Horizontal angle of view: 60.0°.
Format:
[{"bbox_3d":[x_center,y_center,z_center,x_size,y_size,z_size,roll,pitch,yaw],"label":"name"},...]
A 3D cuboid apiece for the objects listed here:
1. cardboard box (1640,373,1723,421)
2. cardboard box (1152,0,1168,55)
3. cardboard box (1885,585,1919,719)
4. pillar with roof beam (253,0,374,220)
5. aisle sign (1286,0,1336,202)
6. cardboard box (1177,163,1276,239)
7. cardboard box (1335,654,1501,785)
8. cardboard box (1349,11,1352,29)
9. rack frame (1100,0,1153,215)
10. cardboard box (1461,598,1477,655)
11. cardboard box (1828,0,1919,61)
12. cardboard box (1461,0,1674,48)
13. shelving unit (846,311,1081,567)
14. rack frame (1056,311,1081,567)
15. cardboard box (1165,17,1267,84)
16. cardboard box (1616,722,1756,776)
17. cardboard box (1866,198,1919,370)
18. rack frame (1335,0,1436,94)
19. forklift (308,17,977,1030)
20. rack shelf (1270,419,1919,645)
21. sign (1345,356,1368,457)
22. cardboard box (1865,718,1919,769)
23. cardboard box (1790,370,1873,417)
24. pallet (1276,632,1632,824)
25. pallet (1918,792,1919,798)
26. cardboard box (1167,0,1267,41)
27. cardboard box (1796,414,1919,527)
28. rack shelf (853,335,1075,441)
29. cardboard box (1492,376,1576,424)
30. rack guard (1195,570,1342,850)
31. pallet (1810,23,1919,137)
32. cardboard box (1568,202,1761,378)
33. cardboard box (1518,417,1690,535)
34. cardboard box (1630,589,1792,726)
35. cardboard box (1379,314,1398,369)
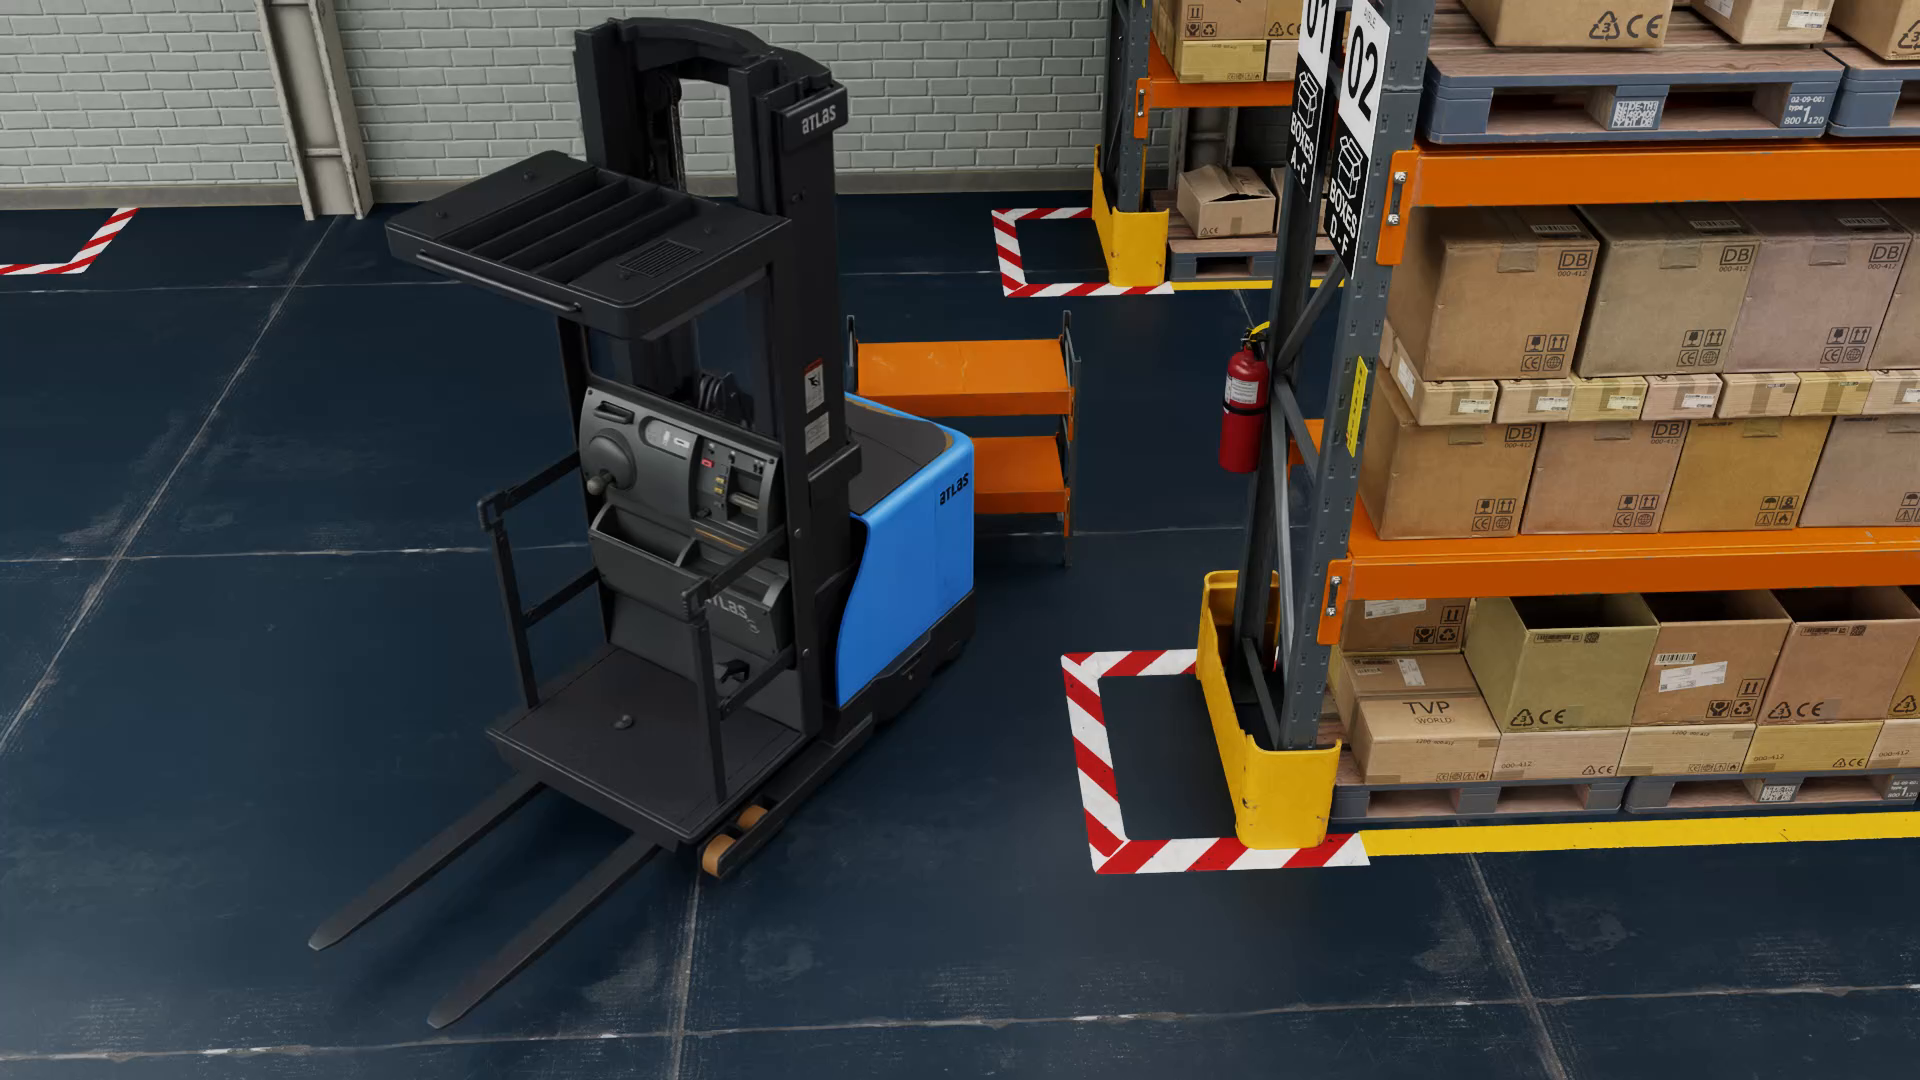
[{"bbox_3d":[2.436,-0.575,5.787,0.250,0.149,0.380,-2,35,-3],"label":"cardboard box"},{"bbox_3d":[1.488,-3.244,10.416,0.500,0.250,0.500,-1,35,-2],"label":"cardboard box"},{"bbox_3d":[3.812,0.342,6.508,0.500,0.500,0.500,-2,35,-2],"label":"cardboard box"},{"bbox_3d":[-4.101,-3.543,5.463,0.400,9.000,9.100,-2,35,-2],"label":"pillar with roof beam"},{"bbox_3d":[1.189,-1.593,5.632,0.004,0.787,0.394,-2,35,-2],"label":"aisle sign"},{"bbox_3d":[1.726,-2.218,10.795,0.500,0.311,0.500,-5,35,-8],"label":"cardboard box"},{"bbox_3d":[1.815,0.711,6.634,0.500,0.250,0.500,-2,35,-2],"label":"cardboard box"},{"bbox_3d":[2.532,-3.290,9.823,0.500,0.500,0.500,-3,35,-4],"label":"cardboard box"},{"bbox_3d":[1.030,-3.175,10.202,0.127,3.000,1.000,-2,35,-2],"label":"rack frame"},{"bbox_3d":[2.289,0.396,7.089,0.500,0.250,0.500,-2,35,-2],"label":"cardboard box"},{"bbox_3d":[2.940,-1.753,4.932,0.500,0.500,0.500,-2,35,-2],"label":"cardboard box"},{"bbox_3d":[1.843,-1.878,5.109,0.637,0.503,0.797,1,35,1],"label":"cardboard box"},{"bbox_3d":[0.007,-0.463,7.930,1.048,1.125,0.538,-2,35,-2],"label":"shelving unit"},{"bbox_3d":[0.515,-0.476,7.950,0.032,1.125,0.500,-2,35,-2],"label":"rack frame"},{"bbox_3d":[1.533,-2.954,9.997,0.500,0.250,0.500,-3,35,-4],"label":"cardboard box"},{"bbox_3d":[2.813,0.682,6.676,0.500,0.250,0.500,-2,35,-2],"label":"cardboard box"},{"bbox_3d":[3.317,-0.985,5.810,0.500,0.500,0.700,-2,35,-2],"label":"cardboard box"},{"bbox_3d":[1.268,-2.826,4.426,0.127,3.000,1.000,-2,35,-2],"label":"rack frame"},{"bbox_3d":[-1.163,-0.219,5.991,1.130,2.935,3.031,21,40,27],"label":"forklift"},{"bbox_3d":[3.266,-0.117,6.415,4.000,0.370,1.077,-2,35,-2],"label":"rack shelf"},{"bbox_3d":[1.289,-0.432,5.408,0.005,0.325,0.100,-2,35,-2],"label":"sign"},{"bbox_3d":[3.812,0.658,6.711,0.500,0.250,0.500,-2,35,-2],"label":"cardboard box"},{"bbox_3d":[2.957,-0.591,5.810,0.250,0.149,0.380,-2,35,-3],"label":"cardboard box"},{"bbox_3d":[2.030,0.743,6.991,1.213,0.211,1.003,-2,35,-2],"label":"pallet"},{"bbox_3d":[4.468,0.677,7.086,1.213,0.211,1.003,-2,35,-2],"label":"pallet"},{"bbox_3d":[1.521,-3.272,9.797,0.500,0.500,0.500,-1,35,-2],"label":"cardboard box"},{"bbox_3d":[3.282,-0.449,6.175,0.500,0.500,0.700,-1,35,-1],"label":"cardboard box"},{"bbox_3d":[0.007,-0.703,7.764,1.000,0.278,0.538,-2,35,-2],"label":"rack shelf"},{"bbox_3d":[1.934,-0.564,5.771,0.250,0.149,0.380,-2,35,-3],"label":"cardboard box"},{"bbox_3d":[1.244,0.669,6.843,0.348,0.500,1.175,-2,35,-2],"label":"rack guard"},{"bbox_3d":[3.198,-1.595,5.361,1.213,0.211,1.003,-2,35,-2],"label":"pallet"},{"bbox_3d":[2.313,-0.958,5.770,0.500,0.500,0.700,-2,35,-3],"label":"cardboard box"},{"bbox_3d":[2.260,-0.422,6.137,0.500,0.500,0.700,-1,35,-1],"label":"cardboard box"},{"bbox_3d":[2.813,0.367,6.472,0.500,0.500,0.500,-2,35,-2],"label":"cardboard box"},{"bbox_3d":[1.641,-0.785,6.091,0.250,0.149,0.380,-2,35,-3],"label":"cardboard box"}]
